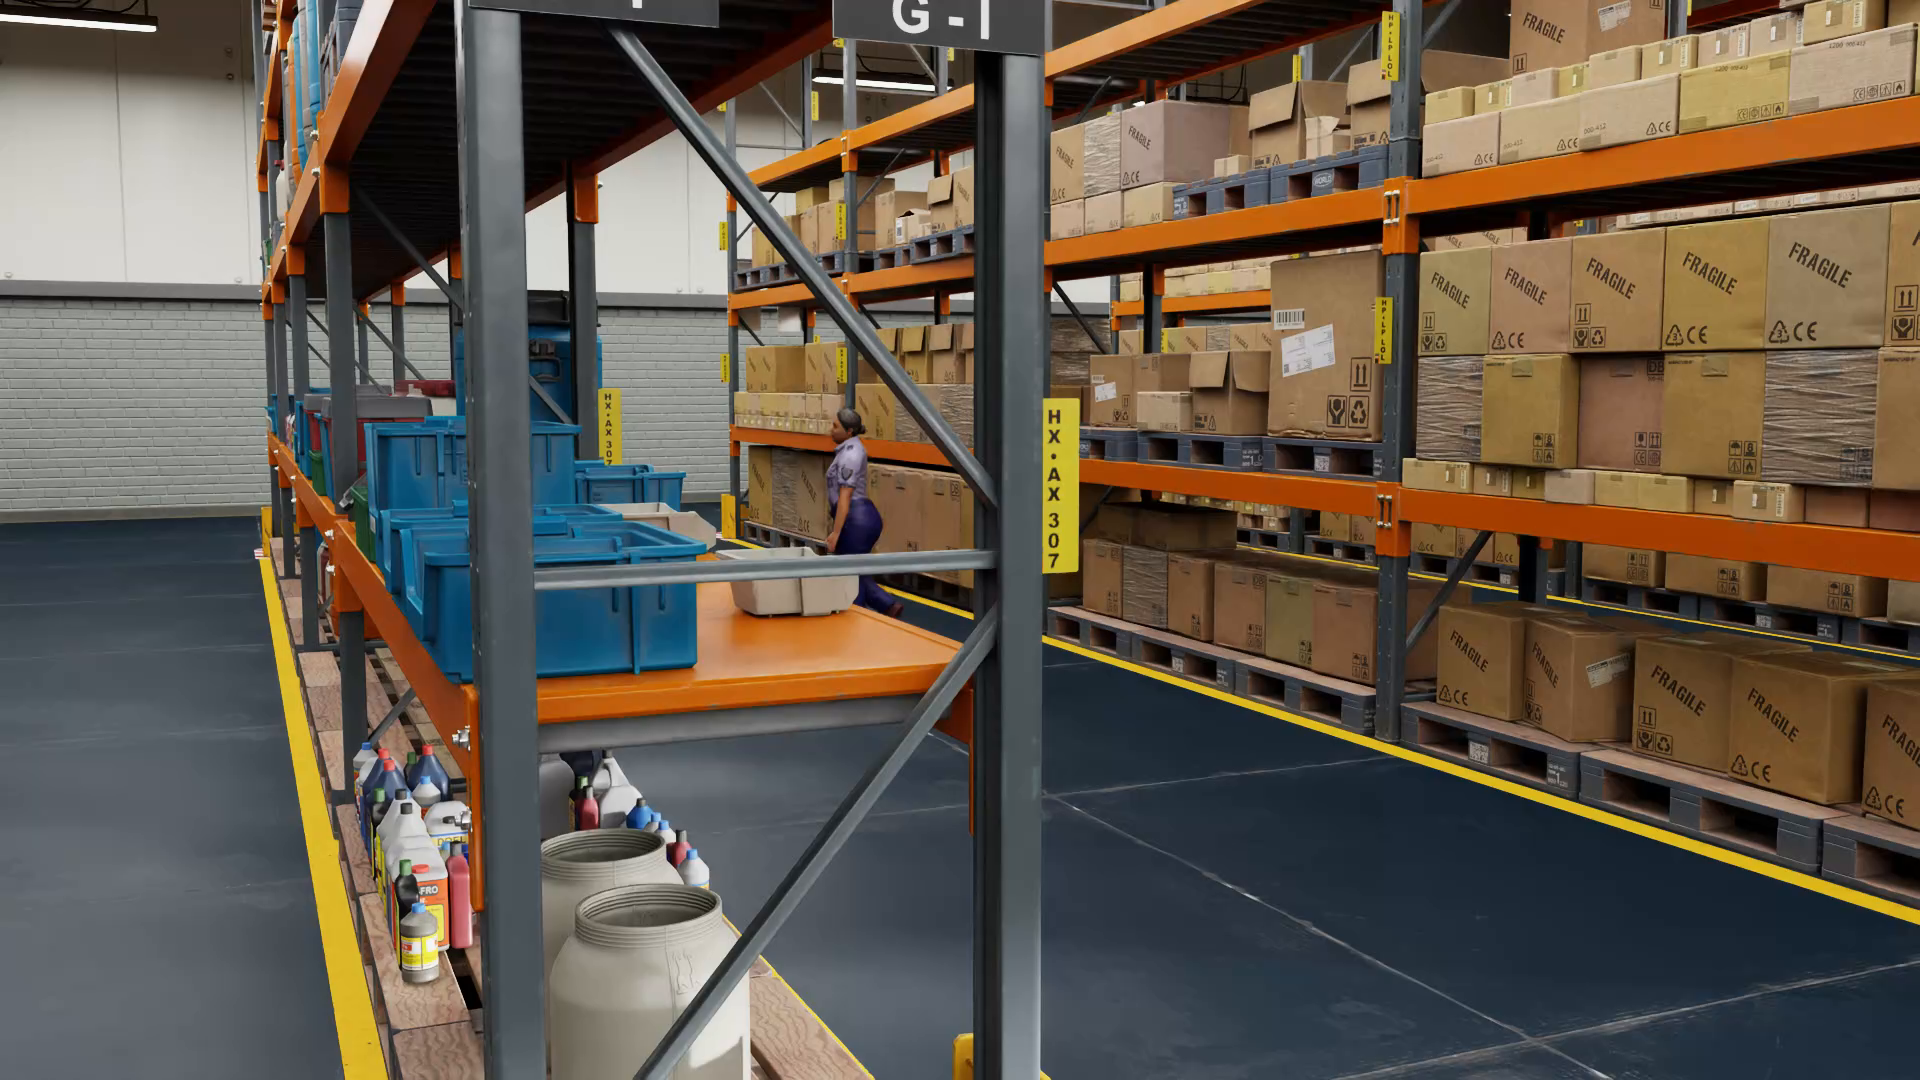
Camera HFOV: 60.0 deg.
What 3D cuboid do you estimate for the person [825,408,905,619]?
[{"bbox_3d":[-0.653,-0.084,11.316,0.534,1.626,0.565,1,6,7],"label":"person"}]
